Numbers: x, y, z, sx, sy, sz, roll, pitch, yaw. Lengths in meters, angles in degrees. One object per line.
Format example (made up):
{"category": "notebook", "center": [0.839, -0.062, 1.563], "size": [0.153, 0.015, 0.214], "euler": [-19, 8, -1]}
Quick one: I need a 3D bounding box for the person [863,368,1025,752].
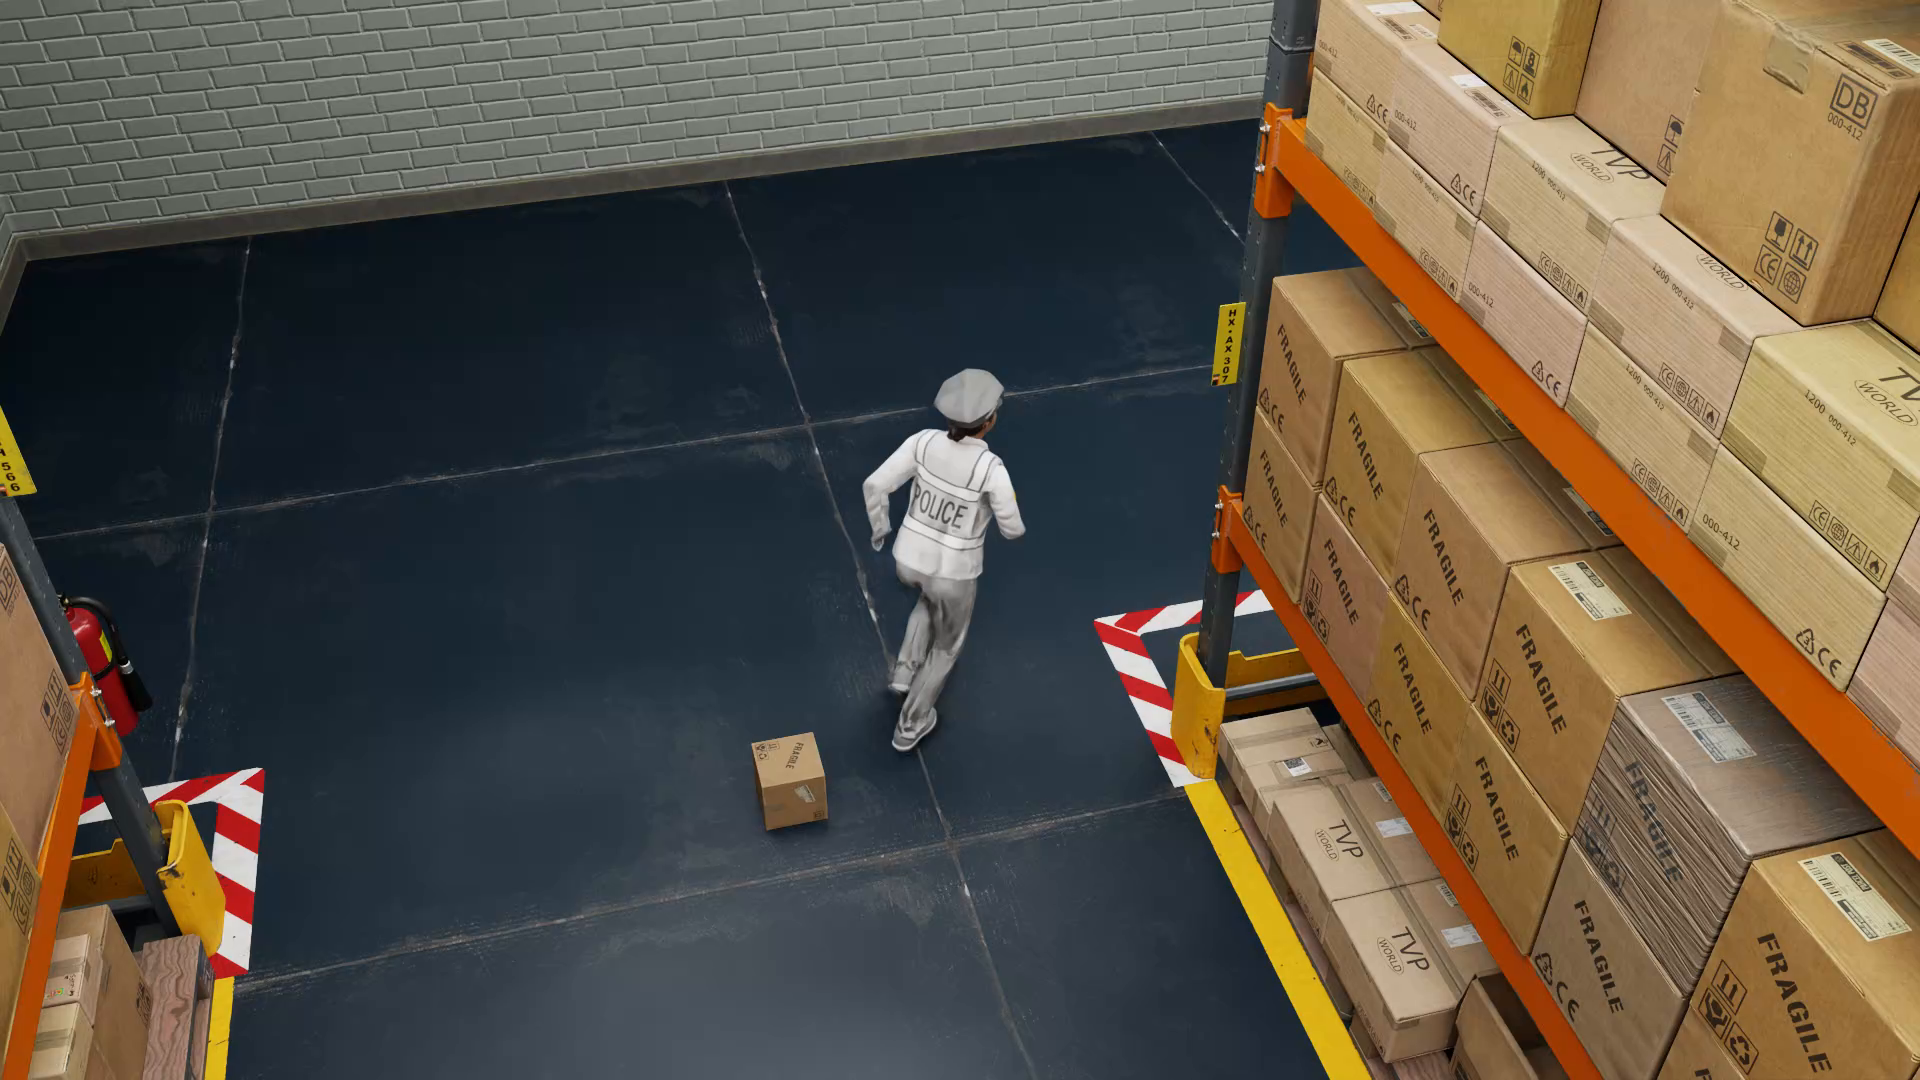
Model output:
{"category": "person", "center": [-0.055, 0.058, 6.695], "size": [0.612, 1.581, 0.789], "euler": [24, 44, 27]}
